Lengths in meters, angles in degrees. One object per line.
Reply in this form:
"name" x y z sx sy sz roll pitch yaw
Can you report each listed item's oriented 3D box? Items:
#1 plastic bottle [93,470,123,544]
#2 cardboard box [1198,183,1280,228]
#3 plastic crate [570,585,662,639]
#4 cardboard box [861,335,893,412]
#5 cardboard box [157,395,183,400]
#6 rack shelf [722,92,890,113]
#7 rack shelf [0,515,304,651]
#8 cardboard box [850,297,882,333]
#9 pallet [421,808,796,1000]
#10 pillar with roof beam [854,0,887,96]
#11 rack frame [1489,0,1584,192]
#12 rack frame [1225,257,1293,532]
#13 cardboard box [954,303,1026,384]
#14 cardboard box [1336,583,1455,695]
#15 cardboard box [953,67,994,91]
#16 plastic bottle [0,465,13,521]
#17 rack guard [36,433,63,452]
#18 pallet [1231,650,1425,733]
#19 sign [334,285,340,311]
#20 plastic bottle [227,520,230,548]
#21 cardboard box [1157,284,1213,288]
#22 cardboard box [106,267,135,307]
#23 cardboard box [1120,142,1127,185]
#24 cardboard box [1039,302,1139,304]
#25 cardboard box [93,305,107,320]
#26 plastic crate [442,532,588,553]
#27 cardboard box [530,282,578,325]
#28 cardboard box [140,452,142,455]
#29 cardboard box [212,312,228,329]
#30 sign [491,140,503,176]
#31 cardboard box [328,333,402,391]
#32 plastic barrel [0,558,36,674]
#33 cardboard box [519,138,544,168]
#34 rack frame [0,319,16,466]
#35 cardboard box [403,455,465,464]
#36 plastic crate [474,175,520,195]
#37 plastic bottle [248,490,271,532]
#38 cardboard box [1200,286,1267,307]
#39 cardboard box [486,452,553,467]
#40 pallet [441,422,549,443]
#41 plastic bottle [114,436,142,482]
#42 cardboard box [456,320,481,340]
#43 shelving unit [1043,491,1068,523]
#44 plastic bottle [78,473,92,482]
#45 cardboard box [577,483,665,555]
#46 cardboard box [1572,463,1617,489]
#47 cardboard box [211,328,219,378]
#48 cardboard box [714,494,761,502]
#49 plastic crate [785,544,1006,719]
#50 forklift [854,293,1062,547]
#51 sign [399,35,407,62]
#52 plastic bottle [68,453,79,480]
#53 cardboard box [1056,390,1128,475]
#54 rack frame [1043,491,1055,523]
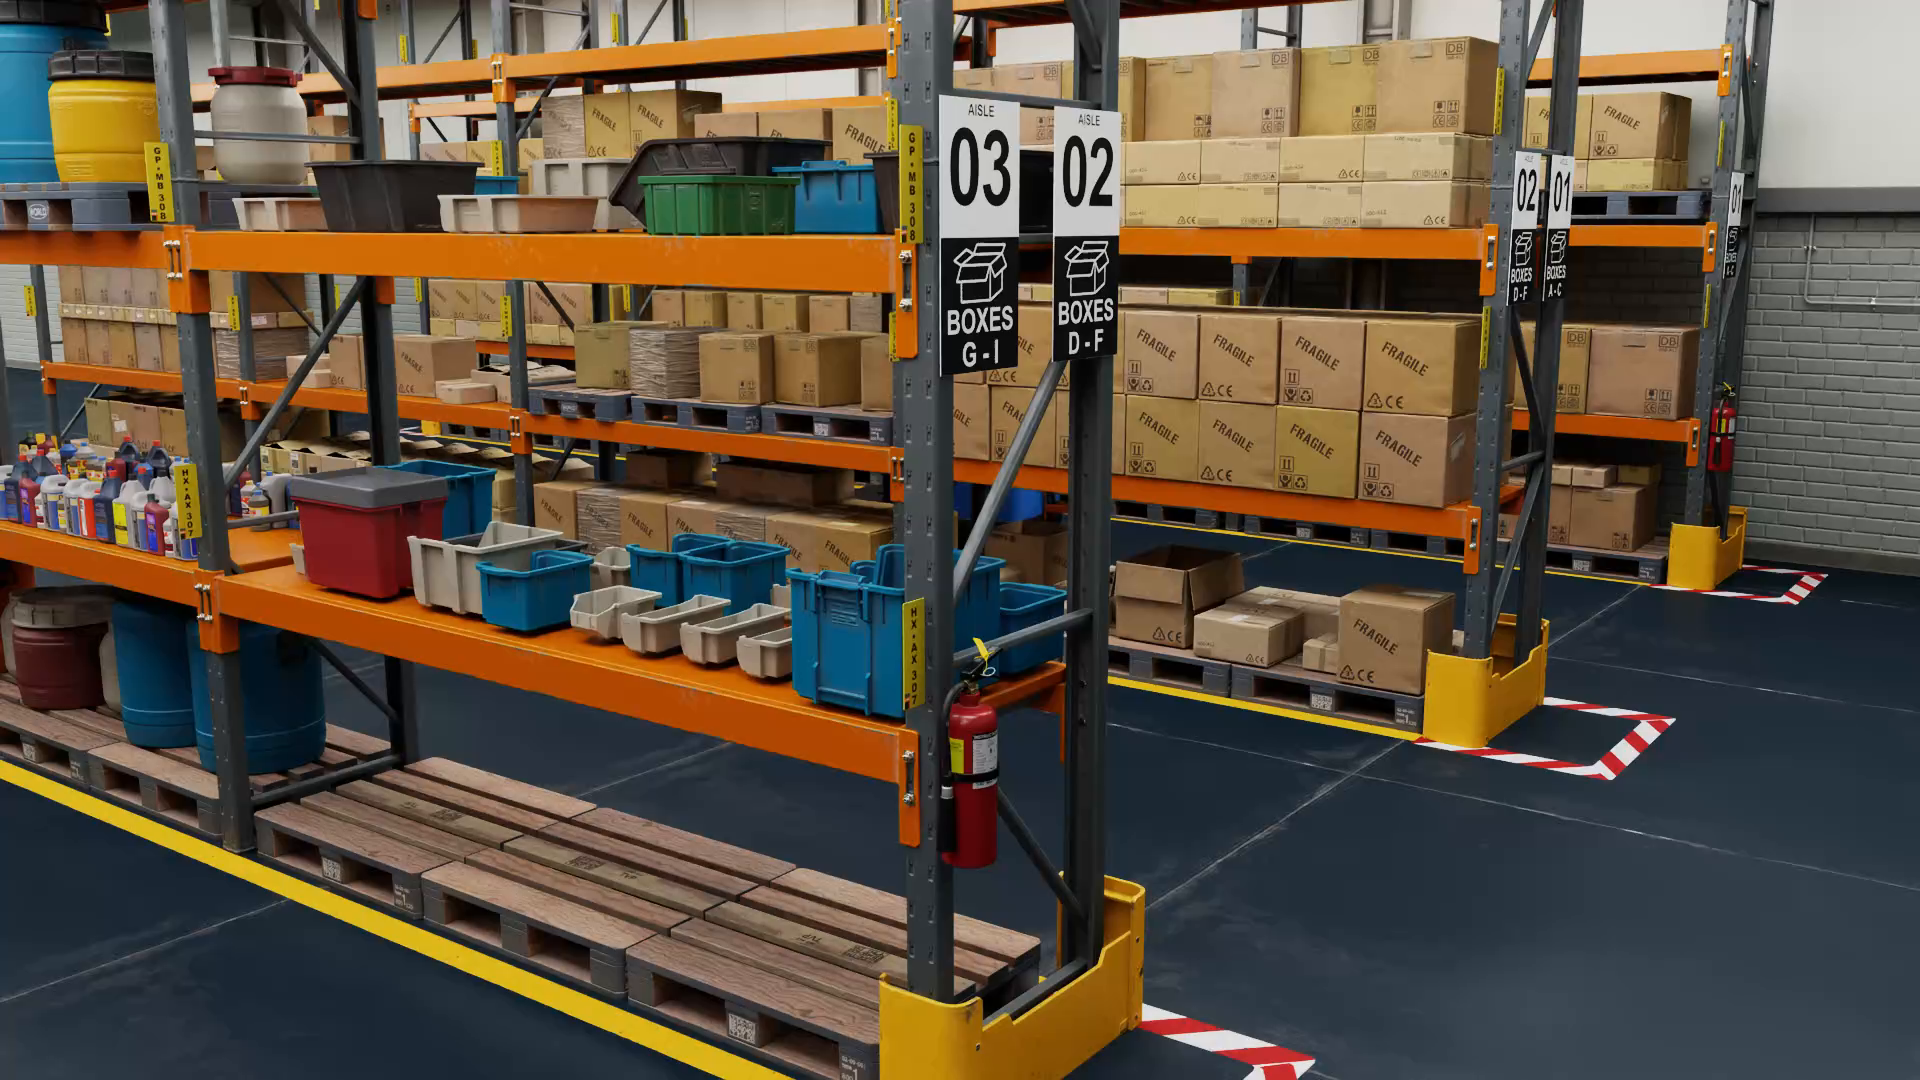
"plastic bottle" -4.132 -0.166 8.119 0.185 0.351 0.144 8 13 36
"cardboard box" 1.733 -1.953 9.723 0.500 0.250 0.500 8 13 36
"plastic crate" -1.302 0.277 6.237 0.250 0.136 0.298 8 13 36
"cardboard box" -0.363 -1.217 12.052 0.500 0.500 0.700 3 11 16
"cardboard box" -8.362 -1.322 18.127 0.500 0.500 0.500 8 13 36
"rack shelf" -2.020 -4.703 18.595 4.000 0.370 1.077 8 13 36
"rack shelf" -4.660 0.012 8.962 4.000 0.370 1.077 8 13 36
"cardboard box" -0.793 -2.399 18.110 0.500 0.500 0.700 6 13 29
"pallet" -1.445 1.467 6.891 1.213 0.211 1.003 8 13 36
"pillar with roof beam" -3.492 -4.647 15.359 0.400 9.000 9.100 8 13 36
"rack frame" 3.111 -3.370 8.755 0.127 3.000 1.000 8 13 36
"rack frame" 2.816 -1.633 15.571 0.127 3.000 1.000 8 13 36
"cardboard box" 0.100 -1.318 11.048 0.500 0.500 0.500 8 14 37
"cardboard box" 2.527 0.564 9.641 0.500 0.500 0.500 8 13 36
"cardboard box" 0.301 -2.838 11.008 0.500 0.500 0.700 8 13 36
"plastic bottle" -4.997 -0.251 8.755 0.135 0.276 0.152 8 13 36
"rack guard" -9.805 -0.998 18.874 0.348 0.500 1.175 8 13 36
"pallet" 2.406 0.847 10.096 1.213 0.211 1.003 8 13 36
"sign" -6.248 -2.387 16.631 0.005 0.325 0.100 8 13 36
"plastic bottle" -3.499 -0.034 7.833 0.097 0.201 0.097 0 11 0
"cardboard box" 2.174 -2.355 16.233 0.500 0.250 0.500 8 14 36
"cardboard box" -8.540 -2.734 17.584 0.500 0.500 0.700 8 14 36
"cardboard box" 0.932 -2.312 10.263 0.500 0.250 0.500 8 13 36
"cardboard box" 0.862 -1.339 11.160 0.500 0.500 0.500 8 13 34
"cardboard box" -8.980 -2.427 17.708 0.250 0.149 0.380 8 13 35
"plastic crate" -1.987 0.074 7.314 0.590 0.125 0.437 8 13 36
"cardboard box" -5.002 -2.956 20.778 0.500 0.500 0.500 7 13 34
"cardboard box" -8.277 -0.816 17.483 0.500 0.250 0.500 8 13 36
"cardboard box" -7.106 -2.167 16.361 0.250 0.149 0.380 8 13 34
"sign" -3.673 -3.005 13.198 0.005 0.325 0.100 8 13 36
"cardboard box" -5.528 -1.674 15.524 0.500 0.500 0.500 9 14 40
"plastic barrel" -5.868 0.346 9.952 0.708 0.830 0.600 8 13 36
"cardboard box" -5.072 -4.686 20.511 0.500 0.500 0.500 7 13 34
"rack frame" -6.272 -0.566 10.056 0.127 3.000 1.000 8 13 36
"cardboard box" -4.733 -0.591 14.844 0.500 0.311 0.500 8 13 35
"plastic crate" -2.126 -1.453 7.186 0.300 0.233 0.416 8 13 36
"plastic bottle" -3.550 -0.149 8.424 0.097 0.201 0.097 0 11 0
"cardboard box" 2.599 -2.297 15.934 0.500 0.250 0.500 8 14 37
"cardboard box" -4.014 -0.617 14.977 0.500 0.311 0.500 8 13 34
"pallet" -6.161 -1.507 22.266 1.213 0.211 1.003 8 13 36
"plastic bottle" -4.669 -0.409 9.374 0.185 0.351 0.144 8 13 36
"cardboard box" -6.224 -2.758 21.732 0.500 0.250 0.500 7 13 34
"shelving unit" 1.007 -0.509 14.500 0.503 1.200 0.258 5 12 23
"plastic bottle" -4.495 -0.208 8.545 0.097 0.271 0.097 0 11 0
"cardboard box" -2.714 -0.159 13.379 0.500 0.500 0.500 7 13 33
"cardboard box" 5.205 -0.530 13.641 0.250 0.149 0.380 8 13 35
"cardboard box" -7.352 -1.930 16.843 0.500 0.500 0.700 8 13 35
"cardboard box" -1.601 -0.127 13.211 0.500 0.500 0.500 7 13 33
"plastic crate" -0.205 0.278 5.445 0.499 0.435 0.616 8 13 36
"forklift" -0.641 -1.484 14.982 3.031 2.935 1.130 5 12 23
"sign" -7.178 -6.342 21.450 0.005 0.325 0.100 8 13 36
"plastic bottle" -5.190 -0.413 9.792 0.097 0.201 0.097 0 11 0
"cardboard box" 0.953 -0.710 10.540 0.500 0.500 0.500 8 13 35
"rack frame" 0.784 -0.527 14.597 0.015 1.200 0.240 5 12 23
